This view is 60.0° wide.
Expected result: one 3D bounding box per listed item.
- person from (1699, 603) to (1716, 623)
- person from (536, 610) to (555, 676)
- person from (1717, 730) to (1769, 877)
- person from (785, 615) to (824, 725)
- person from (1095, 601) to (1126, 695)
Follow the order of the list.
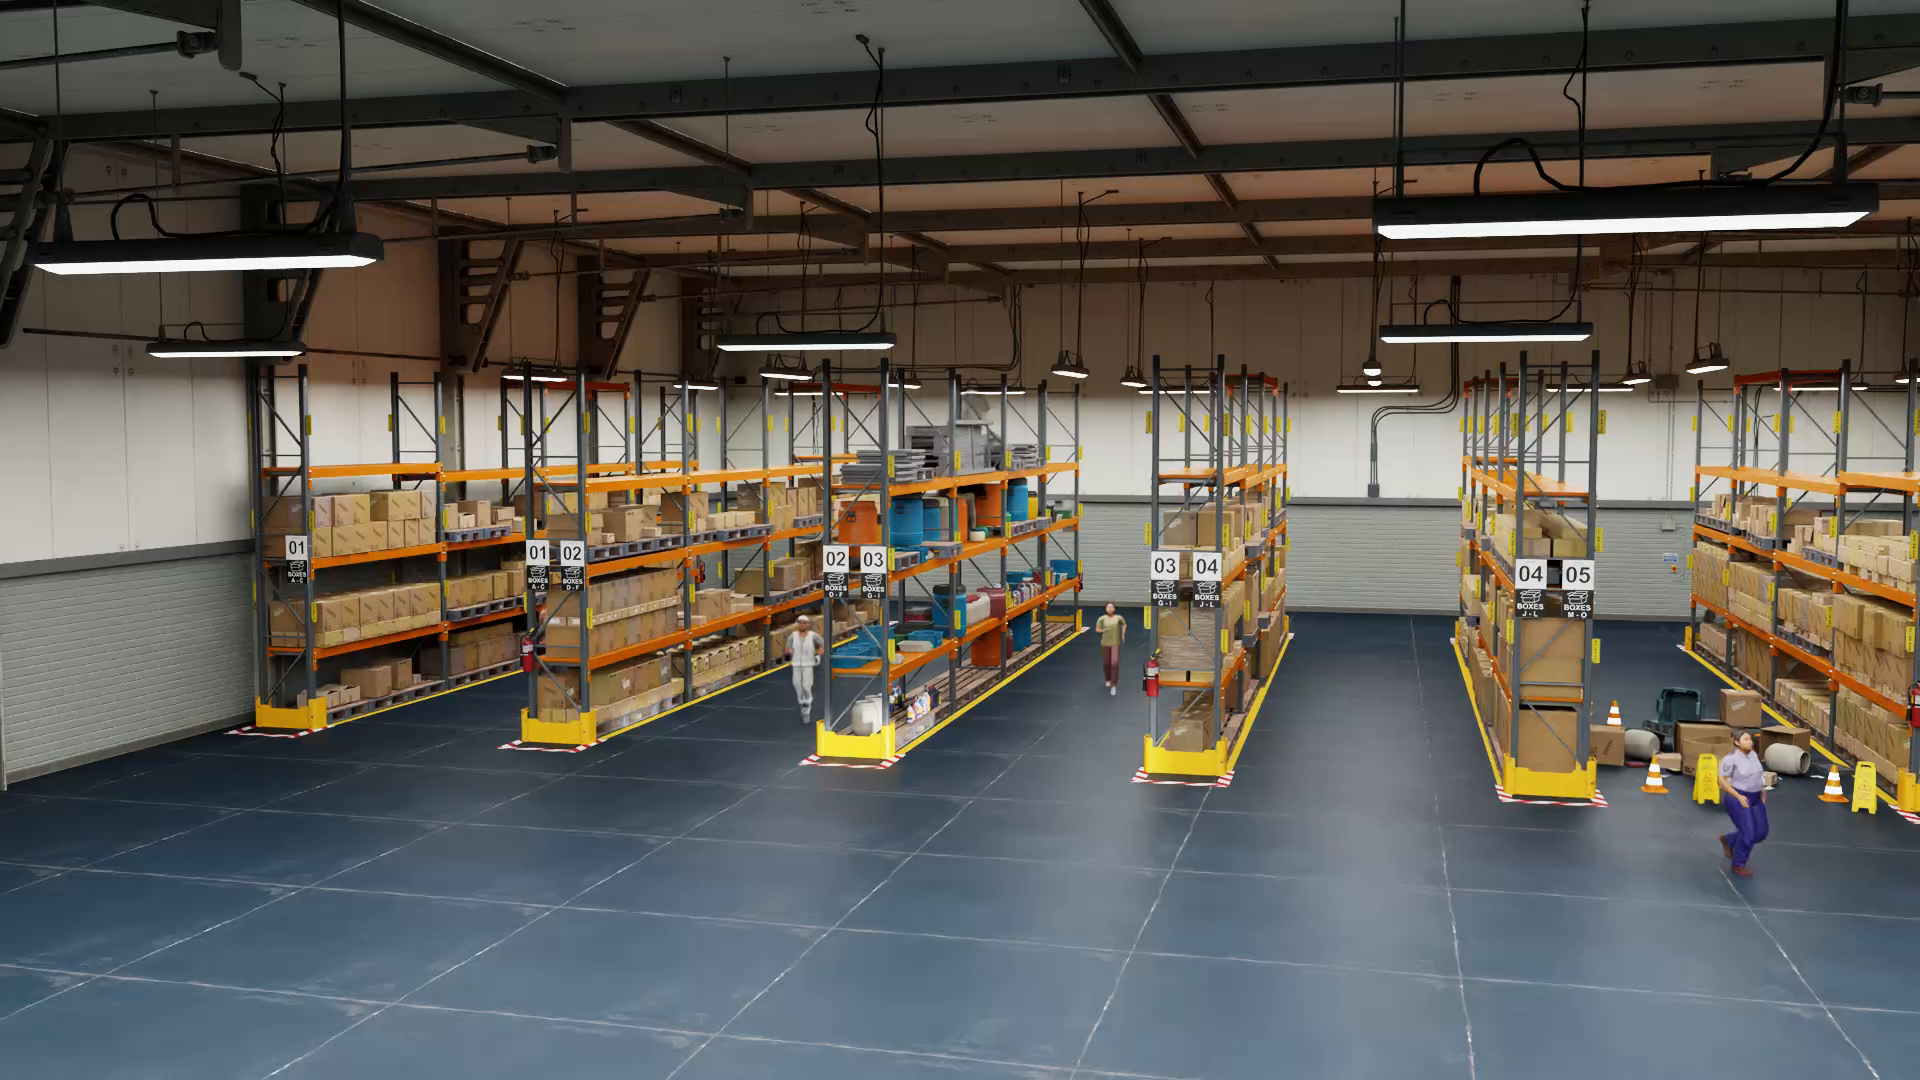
[{"bbox_3d":[17.238,1.614,38.113,0.620,1.560,0.753,-4,5,-44],"label":"person"},{"bbox_3d":[-7.444,2.094,29.737,0.667,1.699,0.915,1,4,10],"label":"person"},{"bbox_3d":[8.742,2.965,18.626,0.603,1.539,0.541,-2,4,-26],"label":"person"},{"bbox_3d":[-2.637,2.181,28.004,0.630,1.832,0.708,1,4,9],"label":"person"},{"bbox_3d":[2.825,2.001,31.230,0.554,1.711,0.844,1,4,10],"label":"person"}]
